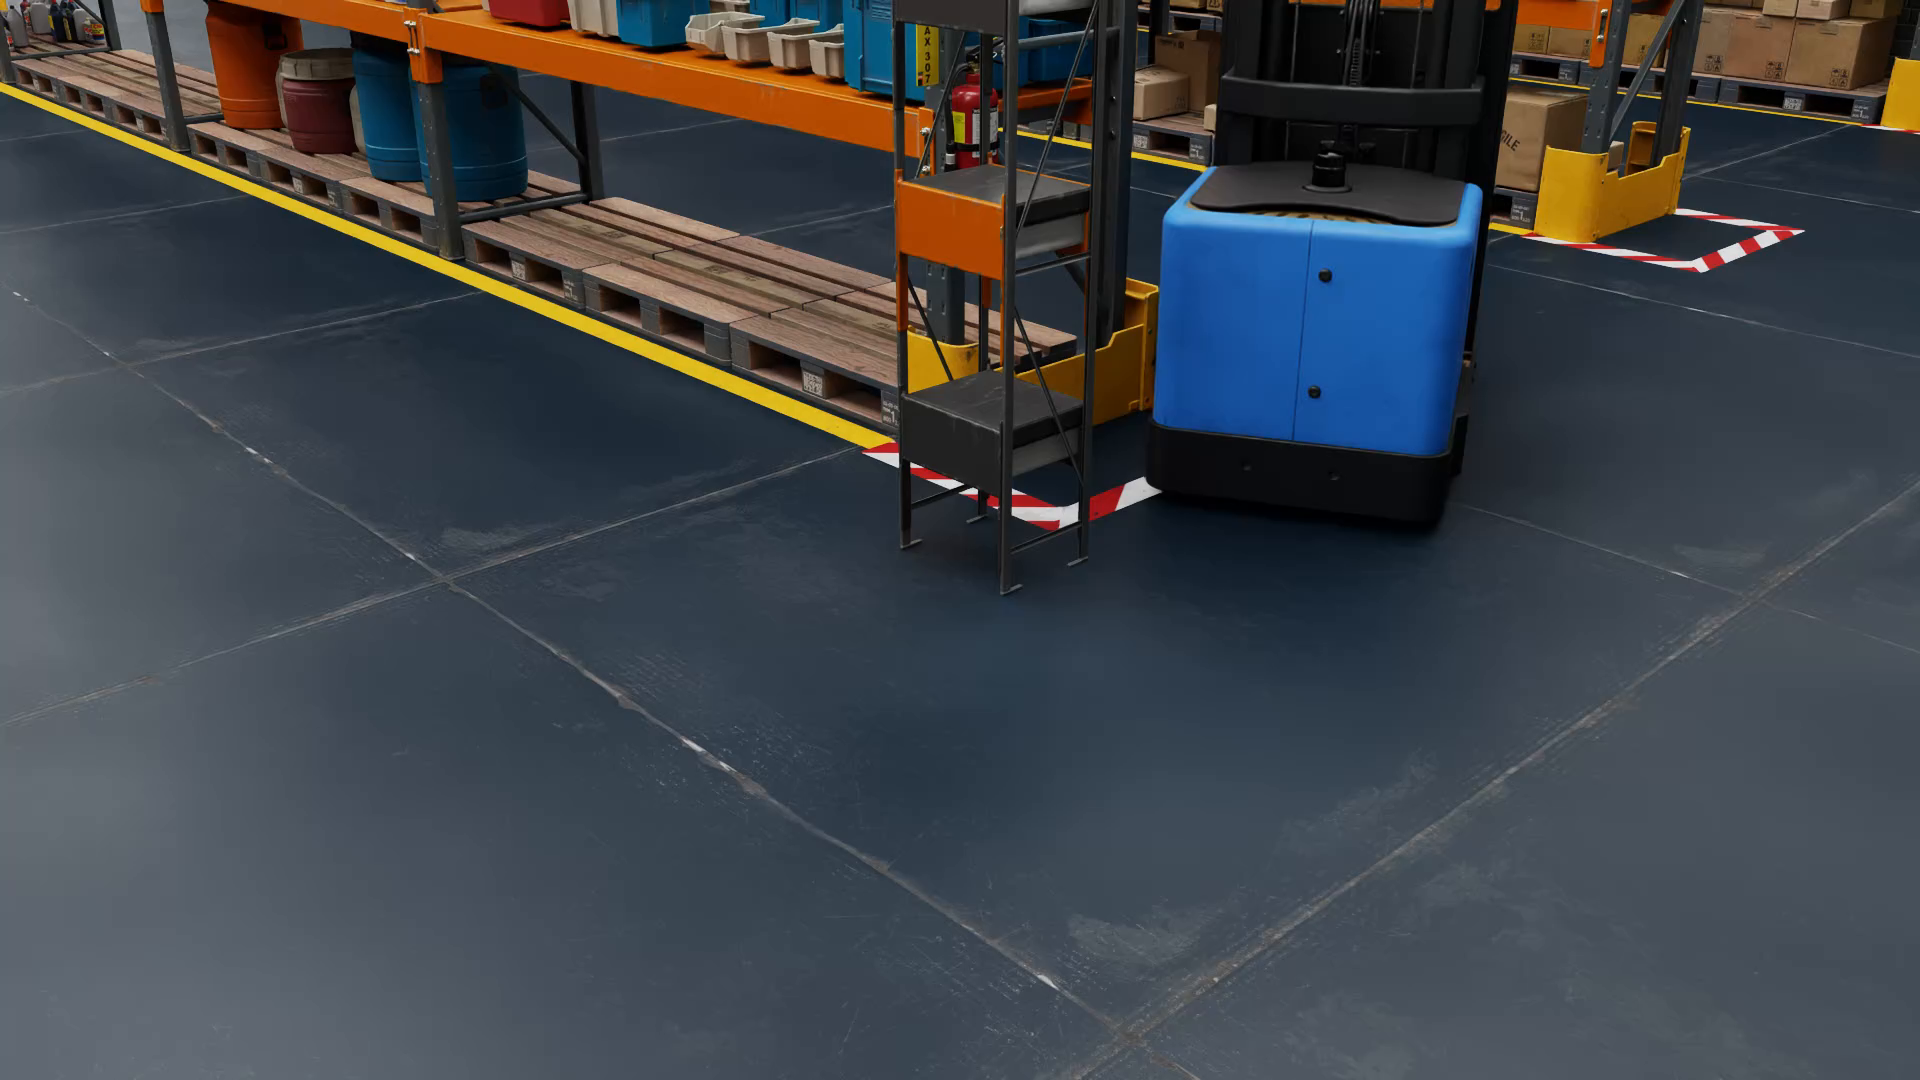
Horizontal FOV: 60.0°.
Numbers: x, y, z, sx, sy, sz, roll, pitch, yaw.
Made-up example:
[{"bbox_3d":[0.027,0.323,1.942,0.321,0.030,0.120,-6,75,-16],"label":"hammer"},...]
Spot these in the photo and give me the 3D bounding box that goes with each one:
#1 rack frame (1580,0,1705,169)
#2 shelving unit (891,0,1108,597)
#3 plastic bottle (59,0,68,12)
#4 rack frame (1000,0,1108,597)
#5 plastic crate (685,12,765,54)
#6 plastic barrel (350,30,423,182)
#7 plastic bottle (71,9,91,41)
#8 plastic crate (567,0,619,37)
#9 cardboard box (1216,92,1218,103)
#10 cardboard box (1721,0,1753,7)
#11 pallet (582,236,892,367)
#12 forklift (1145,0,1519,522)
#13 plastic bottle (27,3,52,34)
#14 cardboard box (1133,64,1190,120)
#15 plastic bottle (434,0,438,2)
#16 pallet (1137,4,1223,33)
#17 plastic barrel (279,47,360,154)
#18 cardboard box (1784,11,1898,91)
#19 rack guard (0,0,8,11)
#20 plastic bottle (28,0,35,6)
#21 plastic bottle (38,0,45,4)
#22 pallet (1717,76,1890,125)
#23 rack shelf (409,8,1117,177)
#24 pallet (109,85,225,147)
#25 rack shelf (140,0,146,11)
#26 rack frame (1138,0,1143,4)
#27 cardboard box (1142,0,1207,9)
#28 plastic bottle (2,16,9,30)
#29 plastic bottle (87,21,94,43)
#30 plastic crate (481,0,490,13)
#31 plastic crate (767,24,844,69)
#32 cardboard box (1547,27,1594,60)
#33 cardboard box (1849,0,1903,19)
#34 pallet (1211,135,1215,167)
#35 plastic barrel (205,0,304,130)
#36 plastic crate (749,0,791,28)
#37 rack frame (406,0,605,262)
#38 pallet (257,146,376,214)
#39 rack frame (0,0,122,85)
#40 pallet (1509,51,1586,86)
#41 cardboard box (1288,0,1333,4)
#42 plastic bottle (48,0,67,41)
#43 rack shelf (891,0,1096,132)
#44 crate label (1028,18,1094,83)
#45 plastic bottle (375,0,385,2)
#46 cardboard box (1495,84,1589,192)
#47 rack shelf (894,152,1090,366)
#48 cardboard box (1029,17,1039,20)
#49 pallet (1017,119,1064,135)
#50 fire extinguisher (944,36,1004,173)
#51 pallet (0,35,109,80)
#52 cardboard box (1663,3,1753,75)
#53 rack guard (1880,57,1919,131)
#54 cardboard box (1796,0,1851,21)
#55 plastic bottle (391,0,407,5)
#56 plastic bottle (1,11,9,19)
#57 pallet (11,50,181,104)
[{"bbox_3d":[3.896,-3.231,9.219,1.000,3.000,0.127,-21,32,-38],"label":"rack frame"},{"bbox_3d":[0.113,-0.905,5.204,0.431,2.100,0.503,-21,32,-38],"label":"shelving unit"},{"bbox_3d":[-8.302,-4.877,15.489,0.185,0.351,0.144,22,33,40],"label":"plastic bottle"},{"bbox_3d":[0.280,-0.831,5.042,0.400,2.100,0.015,-21,32,-38],"label":"rack frame"},{"bbox_3d":[-1.023,-2.184,7.169,0.298,0.136,0.250,-21,32,-38],"label":"plastic crate"},{"bbox_3d":[-3.299,-2.660,9.988,0.600,0.901,0.708,-21,32,-38],"label":"plastic barrel"},{"bbox_3d":[-8.063,-4.735,15.267,0.152,0.276,0.135,-20,31,-37],"label":"plastic bottle"},{"bbox_3d":[-1.547,-2.498,7.681,0.437,0.282,0.530,-21,32,-38],"label":"plastic crate"},{"bbox_3d":[2.059,-3.158,11.962,0.380,0.149,0.250,-21,32,-38],"label":"cardboard box"},{"bbox_3d":[6.498,-4.495,13.714,0.380,0.149,0.250,-21,32,-38],"label":"cardboard box"},{"bbox_3d":[-1.087,-1.189,8.102,1.003,0.211,1.213,-21,32,-38],"label":"pallet"},{"bbox_3d":[1.622,-1.983,6.566,1.130,2.935,3.031,8,26,17],"label":"forklift"},{"bbox_3d":[-8.683,-4.922,15.678,0.152,0.276,0.135,-21,32,-38],"label":"plastic bottle"},{"bbox_3d":[1.291,-3.232,11.929,0.500,0.311,0.500,-21,32,-38],"label":"cardboard box"},{"bbox_3d":[-2.883,-3.017,8.990,0.097,0.201,0.097,0,25,0],"label":"plastic bottle"},{"bbox_3d":[2.526,-5.533,17.623,1.003,0.211,1.213,-21,32,-38],"label":"pallet"},{"bbox_3d":[-4.071,-2.859,10.803,0.600,0.588,0.708,-21,32,-38],"label":"plastic barrel"},{"bbox_3d":[6.958,-3.875,13.136,0.700,0.500,0.500,-21,32,-38],"label":"cardboard box"},{"bbox_3d":[-10.572,-5.528,17.265,1.175,0.500,0.348,-21,32,-38],"label":"rack guard"},{"bbox_3d":[-8.930,-5.120,16.110,0.152,0.276,0.135,-21,32,-38],"label":"plastic bottle"},{"bbox_3d":[-8.720,-5.062,15.895,0.144,0.351,0.185,-20,31,-36],"label":"plastic bottle"},{"bbox_3d":[6.906,-3.589,13.363,1.003,0.211,1.213,-21,32,-38],"label":"pallet"},{"bbox_3d":[-1.089,-2.106,7.619,1.077,0.370,4.000,-21,32,-38],"label":"rack shelf"},{"bbox_3d":[-5.691,-3.228,12.572,1.003,0.211,1.213,-21,32,-38],"label":"pallet"},{"bbox_3d":[-6.557,-4.530,12.932,1.077,0.370,4.000,-21,32,-38],"label":"rack shelf"},{"bbox_3d":[2.042,-7.061,17.615,1.000,3.000,0.127,-21,32,-38],"label":"rack frame"},{"bbox_3d":[2.449,-6.014,17.404,0.750,0.750,0.750,-22,32,-39],"label":"cardboard box"},{"bbox_3d":[-8.575,-4.571,14.818,0.144,0.351,0.185,-22,33,-40],"label":"plastic bottle"},{"bbox_3d":[-7.891,-4.642,15.152,0.097,0.201,0.097,0,25,0],"label":"plastic bottle"},{"bbox_3d":[-2.242,-2.765,8.442,0.396,0.136,0.243,-21,32,-38],"label":"plastic crate"},{"bbox_3d":[-0.599,-2.022,6.814,0.396,0.136,0.243,-21,32,-38],"label":"plastic crate"},{"bbox_3d":[5.553,-4.495,14.494,0.700,0.500,0.500,-22,32,-39],"label":"cardboard box"},{"bbox_3d":[7.190,-4.189,13.043,0.380,0.149,0.250,-21,32,-38],"label":"cardboard box"},{"bbox_3d":[2.469,-2.596,11.187,1.003,0.211,1.213,-21,32,-38],"label":"pallet"},{"bbox_3d":[-4.843,-3.311,11.503,0.600,0.830,0.708,-21,32,-38],"label":"plastic barrel"},{"bbox_3d":[-0.756,-2.436,7.606,0.416,0.233,0.300,-21,32,-38],"label":"plastic crate"},{"bbox_3d":[-2.456,-3.039,8.798,1.000,3.000,0.127,-21,32,-38],"label":"rack frame"},{"bbox_3d":[-3.791,-2.386,10.725,1.003,0.211,1.213,-21,32,-38],"label":"pallet"},{"bbox_3d":[-7.924,-5.463,14.111,1.000,3.000,0.127,-21,32,-38],"label":"rack frame"},{"bbox_3d":[5.238,-4.328,14.984,1.003,0.211,1.213,-21,32,-38],"label":"pallet"},{"bbox_3d":[3.627,-5.491,16.257,0.750,0.750,0.750,-20,31,-37],"label":"cardboard box"},{"bbox_3d":[-8.278,-4.779,15.274,0.144,0.351,0.185,-21,32,-38],"label":"plastic bottle"},{"bbox_3d":[0.113,-1.530,4.919,0.431,0.518,0.480,-21,32,-38],"label":"rack shelf"},{"bbox_3d":[0.349,-1.947,6.532,0.416,0.233,0.303,-21,32,-38],"label":"crate label"},{"bbox_3d":[-3.153,-3.071,9.008,0.061,0.283,0.133,-21,32,-38],"label":"plastic bottle"},{"bbox_3d":[3.345,-2.389,9.855,0.500,0.500,0.500,-21,32,-38],"label":"cardboard box"},{"bbox_3d":[0.113,-0.893,5.210,0.431,0.518,0.480,-21,32,-38],"label":"rack shelf"},{"bbox_3d":[0.637,-3.880,13.123,0.500,0.500,0.500,-21,32,-38],"label":"cardboard box"},{"bbox_3d":[0.579,-3.410,12.971,1.003,0.211,1.213,-21,32,-38],"label":"pallet"},{"bbox_3d":[0.049,-1.448,5.852,0.296,0.674,0.183,-21,32,-38],"label":"fire extinguisher"},{"bbox_3d":[-8.353,-4.410,15.161,1.003,0.211,1.213,-21,32,-38],"label":"pallet"},{"bbox_3d":[6.272,-4.179,13.802,0.500,0.500,0.700,23,33,40],"label":"cardboard box"},{"bbox_3d":[7.526,-3.493,12.805,1.175,0.500,0.348,-21,32,-38],"label":"rack guard"},{"bbox_3d":[6.737,-4.158,12.974,0.380,0.149,0.250,-22,32,-39],"label":"cardboard box"},{"bbox_3d":[-2.961,-3.010,8.884,0.152,0.276,0.135,-21,32,-38],"label":"plastic bottle"},{"bbox_3d":[-8.615,-4.645,15.069,0.152,0.276,0.135,-21,32,-38],"label":"plastic bottle"},{"bbox_3d":[-7.359,-3.967,14.192,1.003,0.211,1.213,-21,32,-38],"label":"pallet"}]
